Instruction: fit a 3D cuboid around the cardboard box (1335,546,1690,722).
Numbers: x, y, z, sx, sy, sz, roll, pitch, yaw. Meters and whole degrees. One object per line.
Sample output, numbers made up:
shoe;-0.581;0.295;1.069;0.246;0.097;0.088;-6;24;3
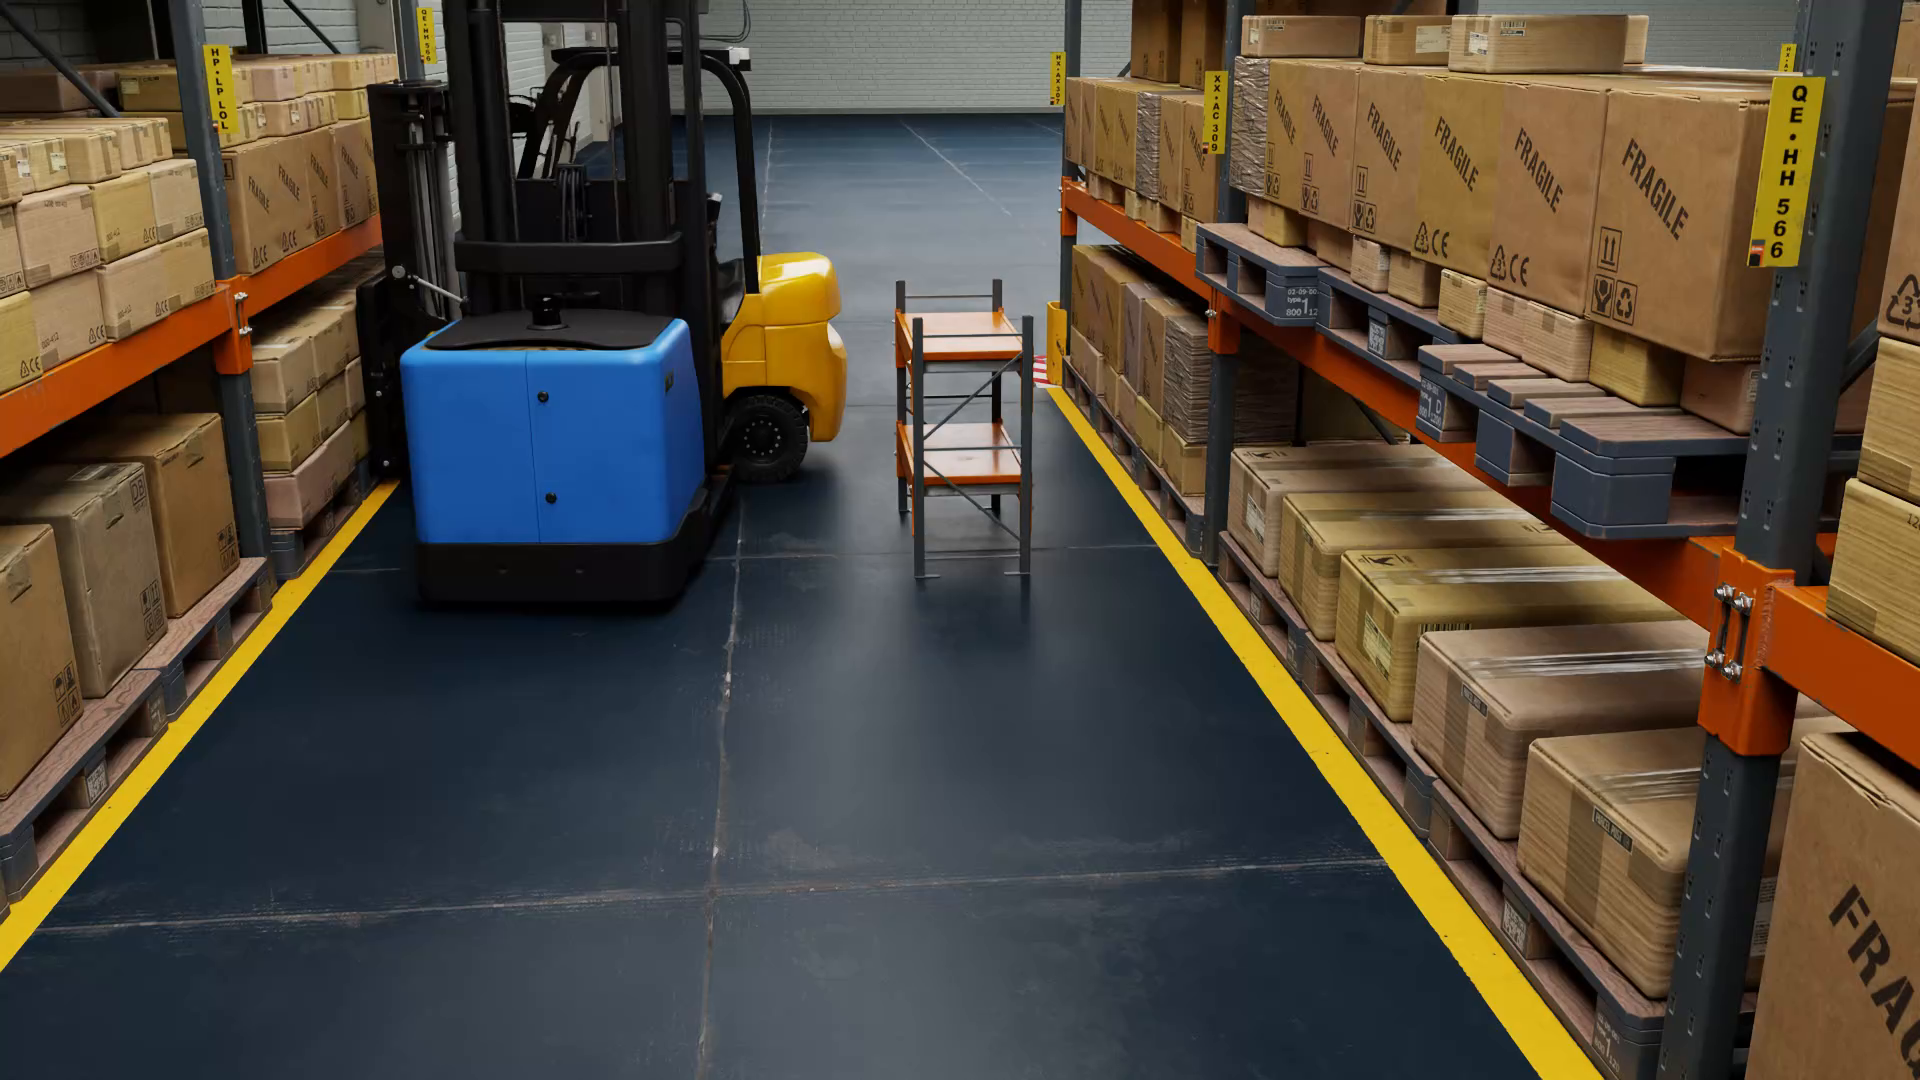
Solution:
cardboard box;1.784;0.292;5.426;0.950;0.372;0.625;-1;17;-4

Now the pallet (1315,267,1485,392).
pallet;1.745;-0.644;5.042;1.003;0.211;1.213;-2;18;-6

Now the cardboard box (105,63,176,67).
cardboard box;-3.793;-2.152;7.778;0.380;0.149;0.250;-2;18;-6

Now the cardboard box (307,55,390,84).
cardboard box;-3.416;-2.626;9.286;0.380;0.149;0.250;-1;17;-4

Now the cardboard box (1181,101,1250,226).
cardboard box;1.284;-1.653;7.272;0.500;0.500;0.500;-2;18;-7

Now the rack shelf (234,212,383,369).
rack shelf;-3.566;-1.437;8.448;1.077;0.370;4.000;-2;18;-6

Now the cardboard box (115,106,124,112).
cardboard box;-3.728;-1.782;7.096;0.380;0.149;0.250;-1;17;-4

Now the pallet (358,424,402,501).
pallet;-3.529;-0.457;8.779;1.003;0.211;1.213;-2;18;-6

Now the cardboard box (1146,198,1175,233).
cardboard box;1.133;-1.608;8.211;0.380;0.149;0.250;-2;18;-6

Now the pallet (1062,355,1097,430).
pallet;1.221;-0.935;10.302;1.003;0.211;1.213;-2;18;-6

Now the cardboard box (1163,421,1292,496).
cardboard box;1.249;-0.395;7.818;0.500;0.250;0.500;-1;17;-3

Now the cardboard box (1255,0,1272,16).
cardboard box;1.716;-2.296;7.651;0.700;0.500;0.500;-2;18;-5

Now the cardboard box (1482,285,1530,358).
cardboard box;1.533;-0.545;4.123;0.380;0.149;0.250;-3;18;-8

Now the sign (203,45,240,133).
sign;-2.821;-1.719;6.344;0.100;0.325;0.005;-2;18;-6

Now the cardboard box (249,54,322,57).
cardboard box;-3.950;-2.769;9.742;0.380;0.149;0.250;-2;18;-7

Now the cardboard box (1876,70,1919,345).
cardboard box;1.797;-0.518;2.482;0.500;0.500;0.500;-2;18;-7

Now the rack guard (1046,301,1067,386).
rack guard;1.172;-1.316;11.033;1.175;0.500;0.348;-2;18;-6

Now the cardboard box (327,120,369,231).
cardboard box;-3.300;-1.829;8.327;0.500;0.500;0.500;-2;18;-5

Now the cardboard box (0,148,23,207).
cardboard box;-2.838;-0.991;4.574;0.380;0.149;0.250;-2;18;-7

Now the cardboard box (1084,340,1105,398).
cardboard box;1.018;-1.018;9.802;0.500;0.250;0.500;-1;17;-4

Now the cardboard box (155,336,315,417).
cardboard box;-3.098;-0.704;7.132;0.500;0.250;0.500;-2;18;-6

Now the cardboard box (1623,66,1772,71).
cardboard box;2.007;-1.141;4.938;0.500;0.500;0.500;-2;18;-8

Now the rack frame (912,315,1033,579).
rack frame;0.053;-0.383;7.020;0.500;1.125;0.032;-2;18;-6

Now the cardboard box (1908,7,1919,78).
cardboard box;6.148;-2.857;9.716;0.875;0.550;0.550;-2;18;-6

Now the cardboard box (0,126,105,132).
cardboard box;-3.086;-1.296;5.548;0.380;0.149;0.250;-2;18;-6

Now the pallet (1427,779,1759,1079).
pallet;1.910;0.950;4.298;1.003;0.211;1.213;-2;18;-6

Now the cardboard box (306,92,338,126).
cardboard box;-3.271;-2.106;8.128;0.380;0.149;0.250;-2;18;-7

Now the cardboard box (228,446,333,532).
cardboard box;-3.080;-0.227;7.283;0.500;0.250;0.500;-2;18;-5

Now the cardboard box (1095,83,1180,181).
cardboard box;1.048;-2.265;9.220;0.500;0.500;0.500;-2;18;-7

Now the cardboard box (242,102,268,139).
cardboard box;-3.214;-1.799;7.149;0.380;0.149;0.250;-2;18;-6

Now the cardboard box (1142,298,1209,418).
cardboard box;1.195;-0.905;8.189;0.500;0.500;0.500;-1;17;-5

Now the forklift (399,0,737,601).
forklift;-1.682;-1.538;7.684;1.130;2.935;3.031;0;17;-1

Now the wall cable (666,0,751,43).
wall cable;-6.680;-13.378;40.451;3.097;2.526;0.112;-2;18;-6

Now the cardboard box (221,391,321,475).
cardboard box;-3.103;-0.465;7.206;0.500;0.250;0.500;-2;18;-6

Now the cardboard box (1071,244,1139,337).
cardboard box;0.975;-1.521;10.152;0.500;0.500;0.500;-2;18;-7

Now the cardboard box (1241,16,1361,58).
cardboard box;1.274;-1.887;6.234;0.380;0.149;0.250;-2;18;-6

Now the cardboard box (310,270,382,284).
cardboard box;-3.294;-1.312;9.070;0.500;0.250;0.500;-2;17;-5

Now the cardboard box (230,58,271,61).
cardboard box;-3.853;-2.460;8.757;0.380;0.149;0.250;-1;17;-4

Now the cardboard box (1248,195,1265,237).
cardboard box;1.320;-1.245;6.354;0.380;0.149;0.250;-2;17;-5

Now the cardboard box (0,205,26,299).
cardboard box;-2.914;-0.757;4.495;0.500;0.250;0.500;-2;17;-5

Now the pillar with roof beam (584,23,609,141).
pillar with roof beam;-2.791;-12.287;31.790;9.100;9.000;0.400;-2;18;-6

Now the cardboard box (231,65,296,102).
cardboard box;-3.174;-2.019;7.353;0.380;0.149;0.250;-1;17;-4

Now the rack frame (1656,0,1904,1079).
rack frame;1.986;-0.147;3.138;0.949;2.616;0.053;-2;18;-6

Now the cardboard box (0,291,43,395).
cardboard box;-2.909;-0.519;4.573;0.500;0.250;0.500;-1;17;-4

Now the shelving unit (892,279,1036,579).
shelving unit;0.001;-0.535;7.502;0.538;1.125;1.048;-2;18;-6

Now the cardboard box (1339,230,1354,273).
cardboard box;1.450;-0.937;5.371;0.380;0.149;0.250;-2;18;-5

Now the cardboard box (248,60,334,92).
cardboard box;-3.362;-2.318;8.308;0.380;0.149;0.250;-2;17;-5

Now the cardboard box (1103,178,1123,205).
cardboard box;1.021;-1.994;9.440;0.380;0.149;0.250;-1;17;-4

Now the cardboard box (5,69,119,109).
cardboard box;-3.678;-1.846;6.801;0.380;0.149;0.250;-2;18;-7

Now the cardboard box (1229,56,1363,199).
cardboard box;1.340;-1.581;6.339;0.500;0.500;0.500;-1;17;-4

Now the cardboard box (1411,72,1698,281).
cardboard box;1.549;-0.968;4.389;0.500;0.500;0.500;-3;18;-9

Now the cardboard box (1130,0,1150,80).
cardboard box;1.434;-3.052;10.058;0.700;0.500;0.500;-2;18;-7
